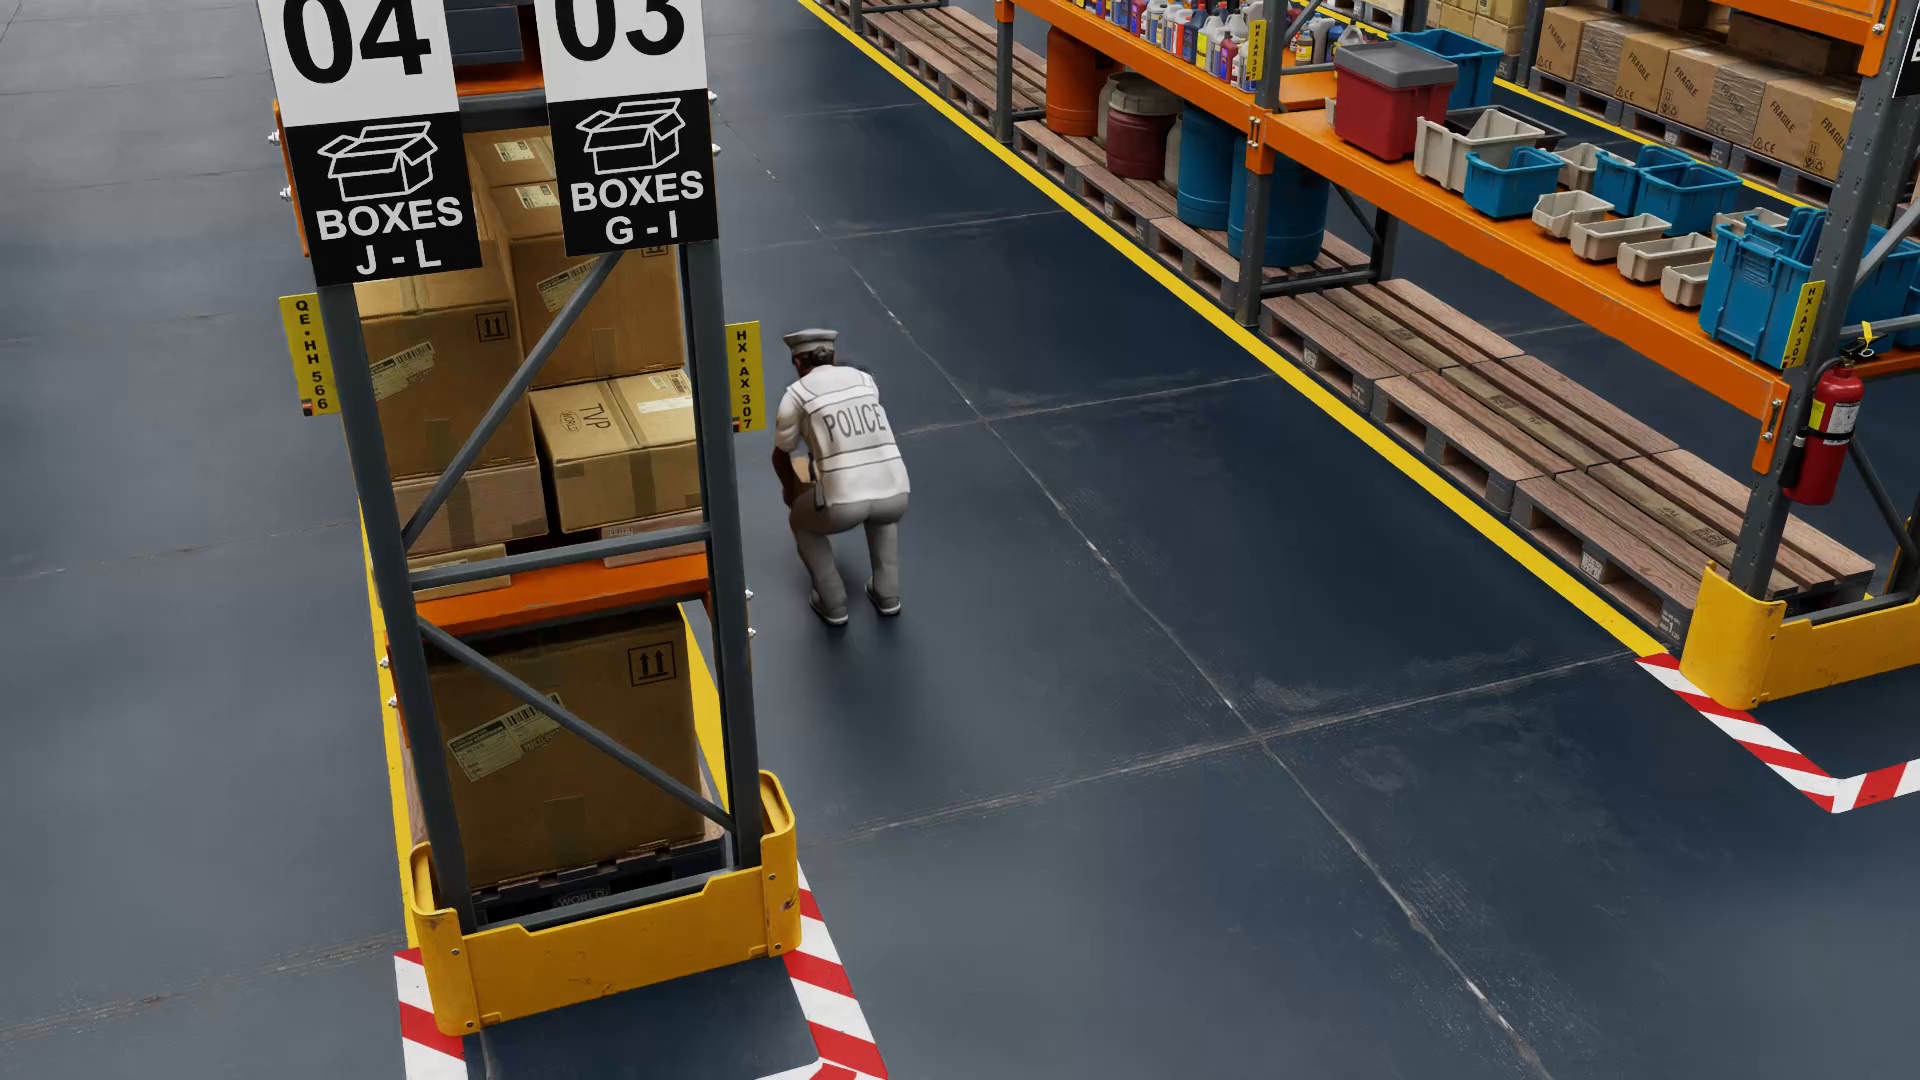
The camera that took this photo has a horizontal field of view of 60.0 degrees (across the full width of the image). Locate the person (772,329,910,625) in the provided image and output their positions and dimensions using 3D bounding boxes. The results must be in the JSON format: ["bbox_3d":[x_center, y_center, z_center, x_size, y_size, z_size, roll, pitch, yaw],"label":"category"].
[{"bbox_3d":[-0.519,-0.262,7.057,0.500,1.195,0.797,-11,32,-18],"label":"person"}]
